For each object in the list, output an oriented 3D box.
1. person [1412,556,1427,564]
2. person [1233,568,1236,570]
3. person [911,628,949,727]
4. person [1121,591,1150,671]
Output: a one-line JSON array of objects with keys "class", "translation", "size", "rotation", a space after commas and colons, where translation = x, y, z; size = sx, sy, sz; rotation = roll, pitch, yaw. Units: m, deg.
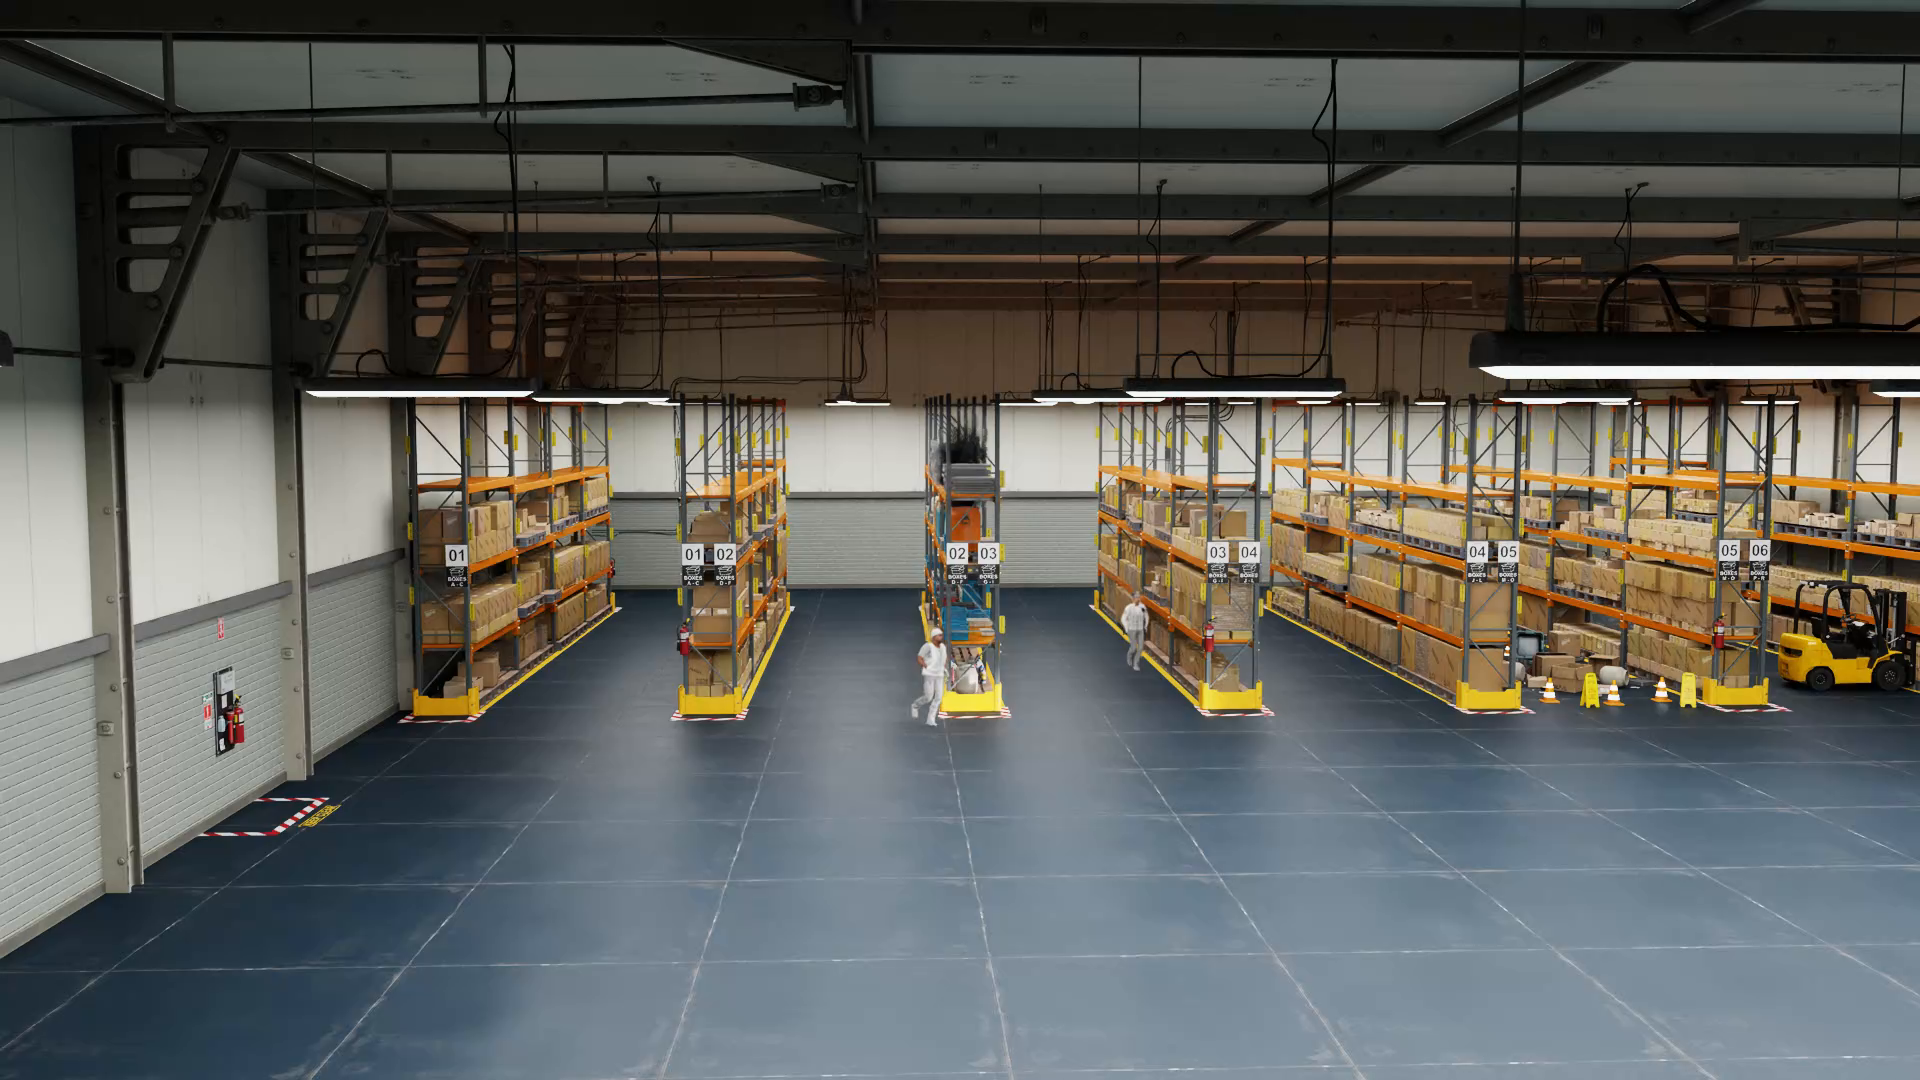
[{"class": "person", "translation": [13.562, 0.967, 49.363], "size": [0.602, 1.726, 0.705], "rotation": [0, 5, 2]}, {"class": "person", "translation": [7.805, 1.091, 48.285], "size": [0.879, 1.589, 0.635], "rotation": [-2, 5, -29]}, {"class": "person", "translation": [-0.469, 2.480, 30.323], "size": [0.729, 1.740, 0.743], "rotation": [-4, 6, -42]}, {"class": "person", "translation": [3.667, 1.878, 34.694], "size": [0.603, 1.654, 0.515], "rotation": [-1, 5, -10]}]
